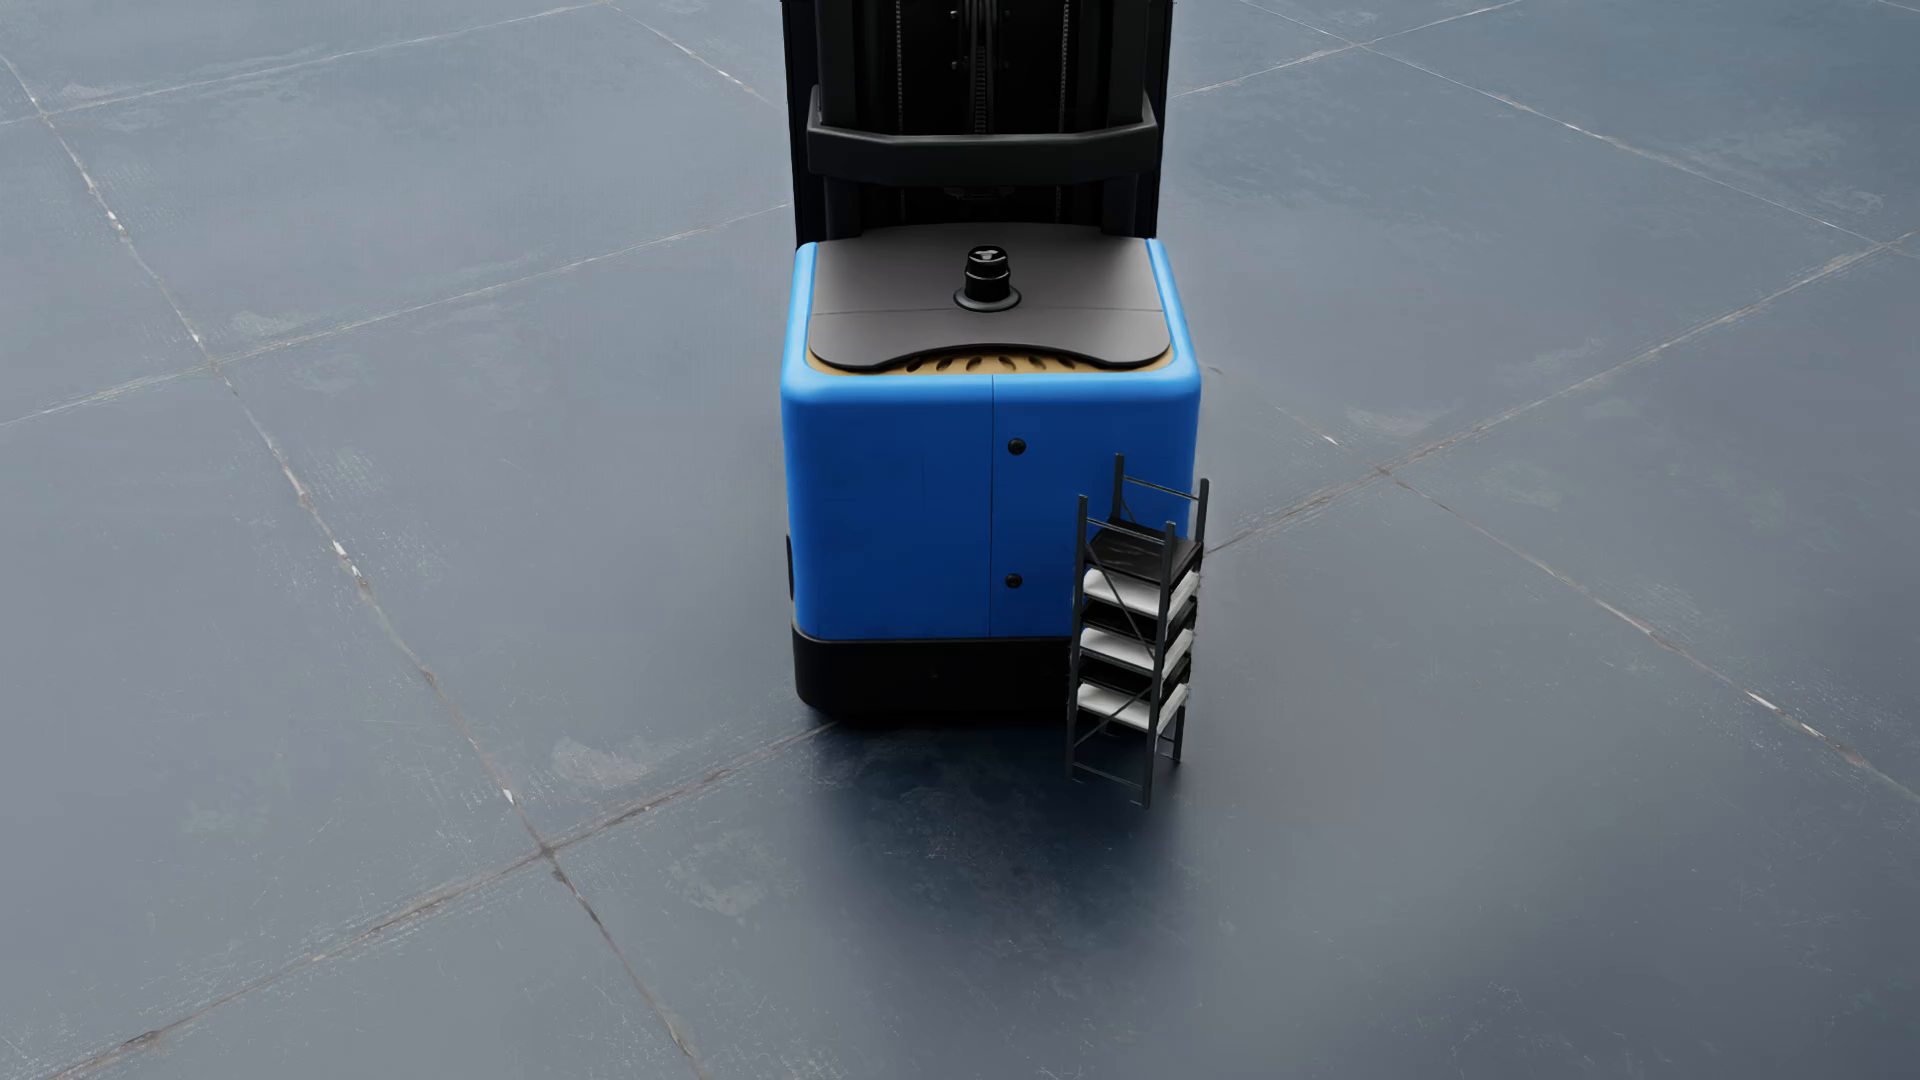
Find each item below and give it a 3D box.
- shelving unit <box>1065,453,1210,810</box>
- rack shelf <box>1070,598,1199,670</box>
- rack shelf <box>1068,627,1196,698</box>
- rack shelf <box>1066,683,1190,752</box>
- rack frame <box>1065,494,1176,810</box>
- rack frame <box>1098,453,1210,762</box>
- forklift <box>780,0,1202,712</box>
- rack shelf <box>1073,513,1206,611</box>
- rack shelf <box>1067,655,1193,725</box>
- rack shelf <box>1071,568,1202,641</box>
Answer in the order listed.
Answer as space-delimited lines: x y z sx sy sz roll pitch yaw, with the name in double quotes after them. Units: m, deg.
0.431 0.243 4.142 0.258 0.900 0.210 18 39 23 "shelving unit"
0.431 0.197 4.109 0.258 0.077 0.200 18 39 23 "rack shelf"
0.431 0.270 4.161 0.258 0.077 0.200 18 39 23 "rack shelf"
0.431 0.416 4.266 0.258 0.077 0.200 18 39 23 "rack shelf"
0.382 0.295 4.070 0.240 0.900 0.006 18 39 23 "rack frame"
0.481 0.191 4.214 0.240 0.900 0.006 18 39 23 "rack frame"
0.042 -1.558 4.906 1.130 2.935 3.031 -1 36 -1 "forklift"
0.431 0.051 4.004 0.258 0.077 0.200 18 39 23 "rack shelf"
0.431 0.343 4.214 0.258 0.077 0.200 18 39 23 "rack shelf"
0.431 0.124 4.056 0.258 0.077 0.200 18 39 23 "rack shelf"
